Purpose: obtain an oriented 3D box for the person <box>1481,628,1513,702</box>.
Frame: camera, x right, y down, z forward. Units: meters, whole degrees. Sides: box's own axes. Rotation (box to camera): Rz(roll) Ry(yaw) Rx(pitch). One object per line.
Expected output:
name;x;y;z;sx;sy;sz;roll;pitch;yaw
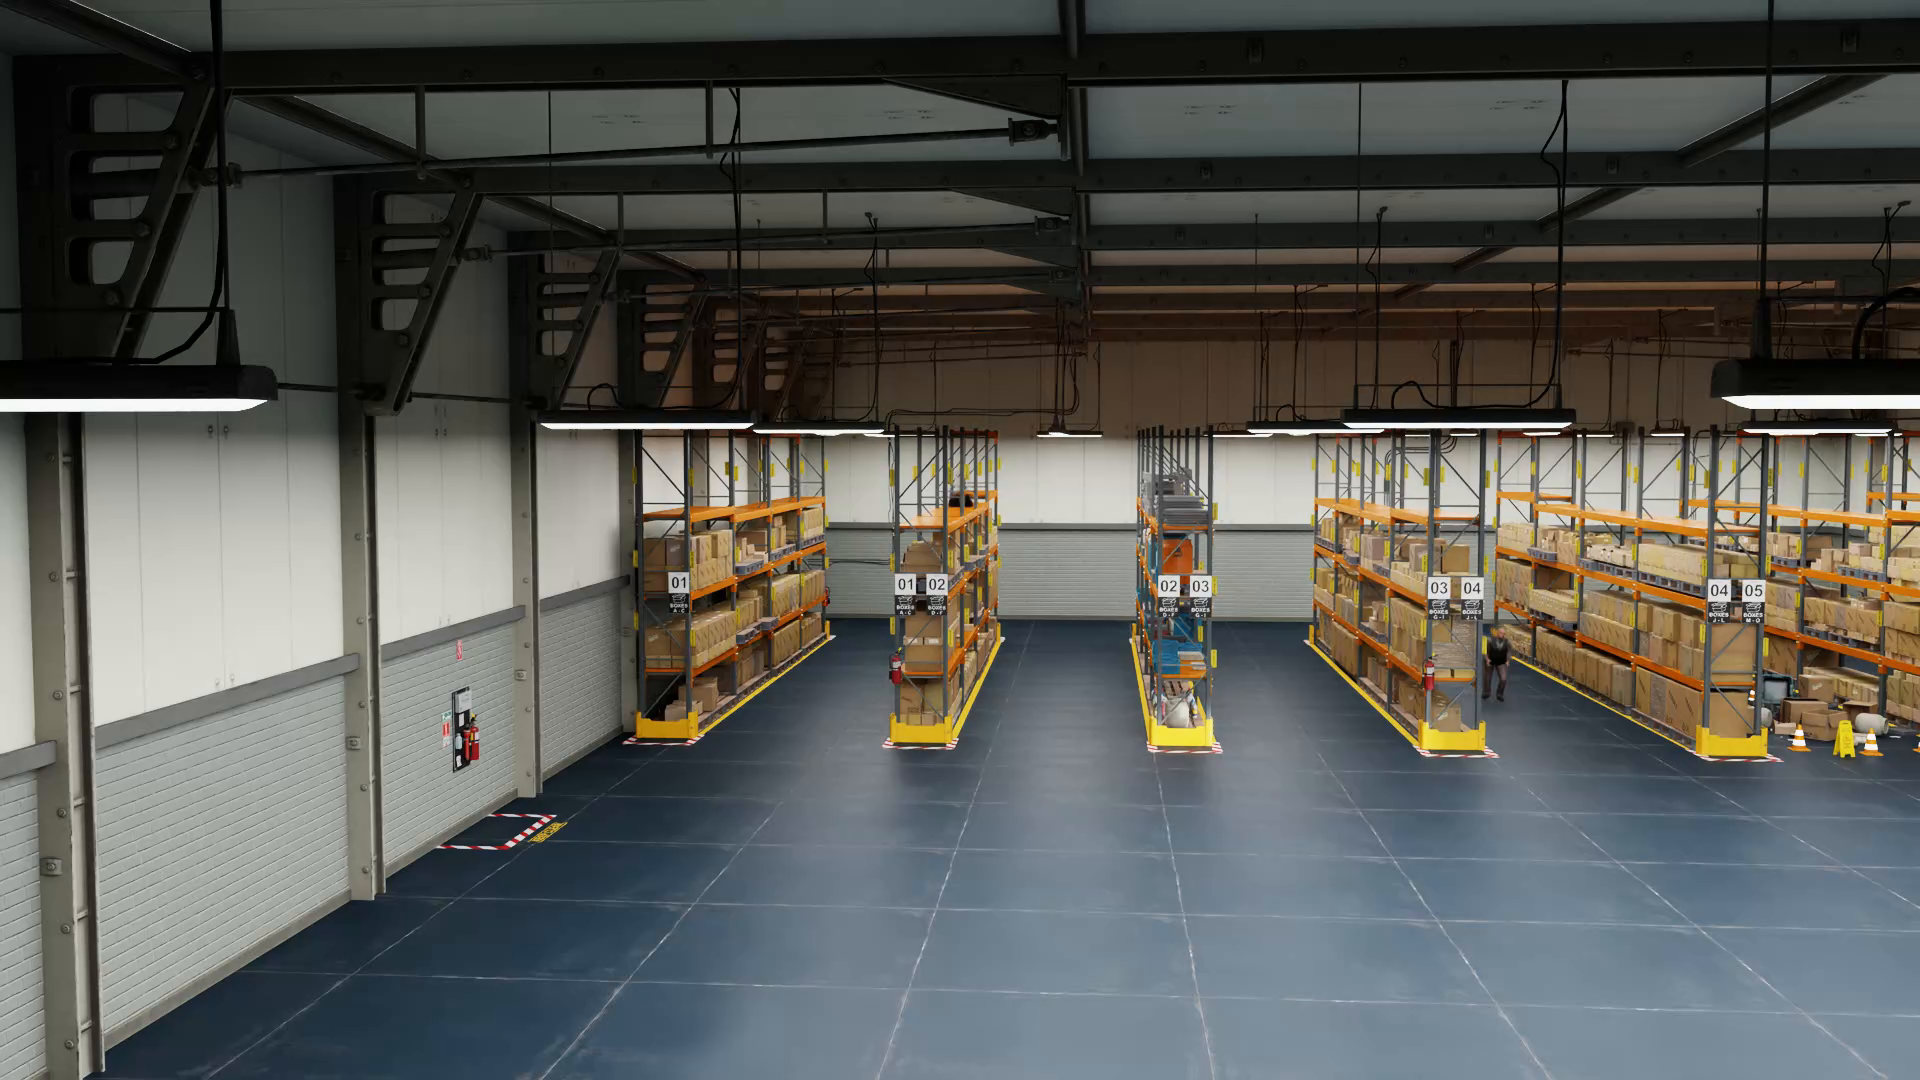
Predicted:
person;11.787;2.716;36.508;0.658;1.637;0.683;1;4;13
